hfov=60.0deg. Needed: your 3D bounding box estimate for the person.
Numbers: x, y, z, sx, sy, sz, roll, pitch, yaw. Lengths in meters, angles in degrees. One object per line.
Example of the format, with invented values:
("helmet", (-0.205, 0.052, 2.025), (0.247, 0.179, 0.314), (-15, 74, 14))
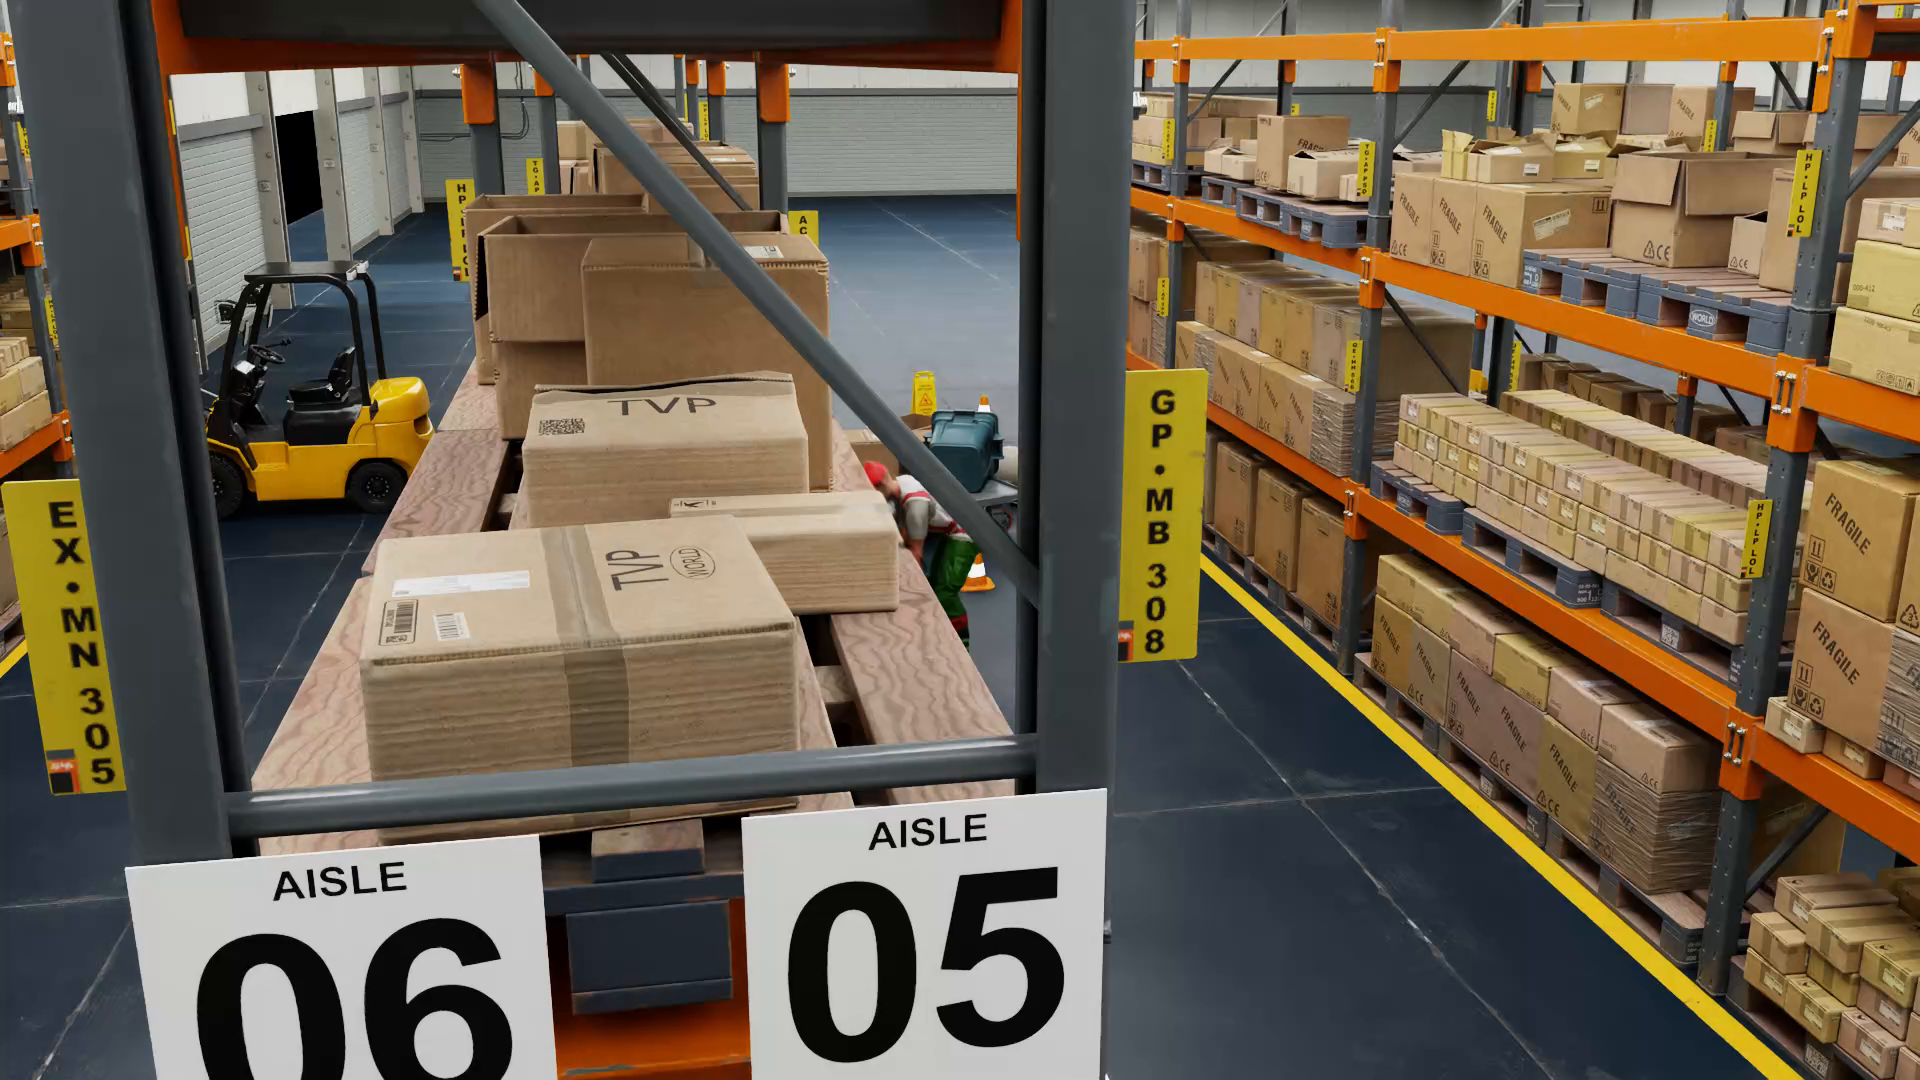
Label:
("person", (-0.246, 0.140, 11.197), (0.887, 1.401, 0.472), (-3, 17, -12))
